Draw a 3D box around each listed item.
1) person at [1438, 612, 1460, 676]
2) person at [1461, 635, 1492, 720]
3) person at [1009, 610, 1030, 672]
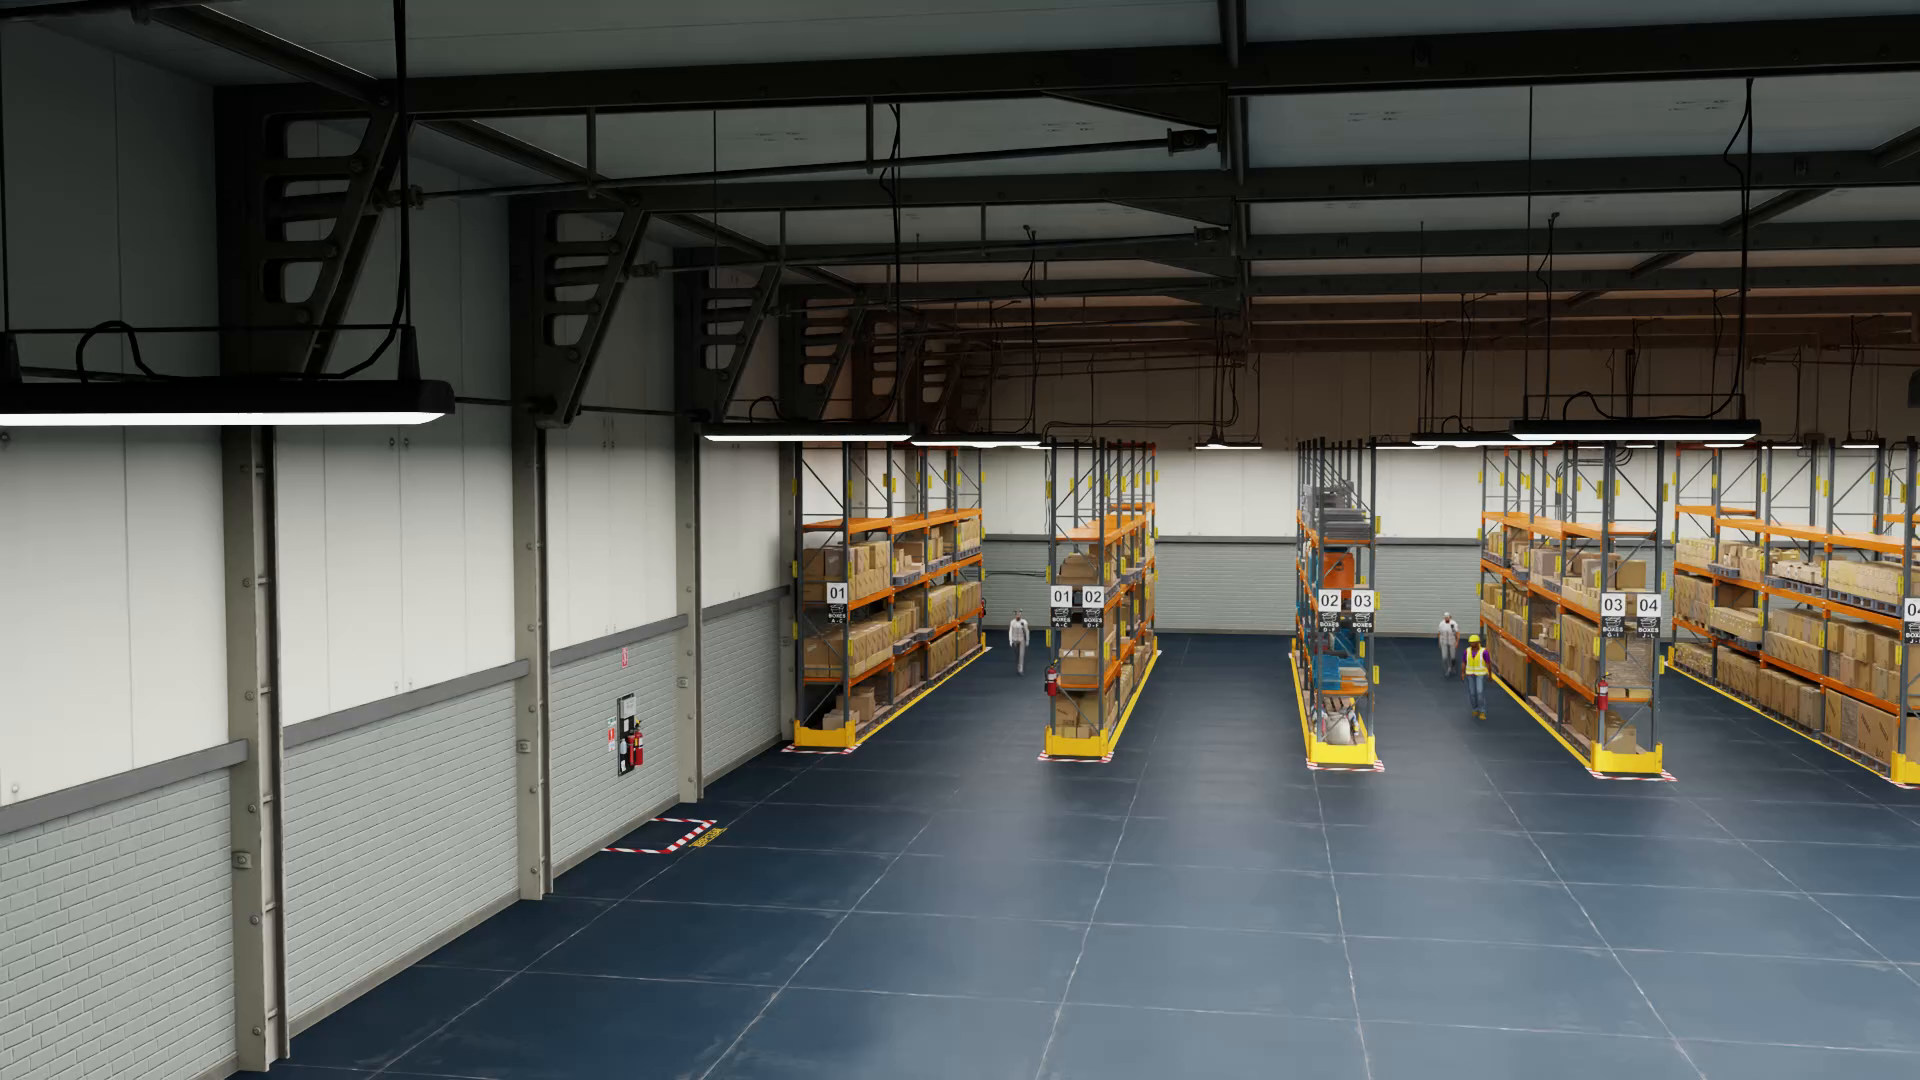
[{"bbox_3d":[12.565,2.652,42.724,0.539,1.642,0.623,1,3,24],"label":"person"},{"bbox_3d":[11.115,2.940,35.898,0.654,1.762,0.668,2,4,37],"label":"person"},{"bbox_3d":[1.510,2.614,43.036,0.505,1.613,0.991,1,3,17],"label":"person"}]
